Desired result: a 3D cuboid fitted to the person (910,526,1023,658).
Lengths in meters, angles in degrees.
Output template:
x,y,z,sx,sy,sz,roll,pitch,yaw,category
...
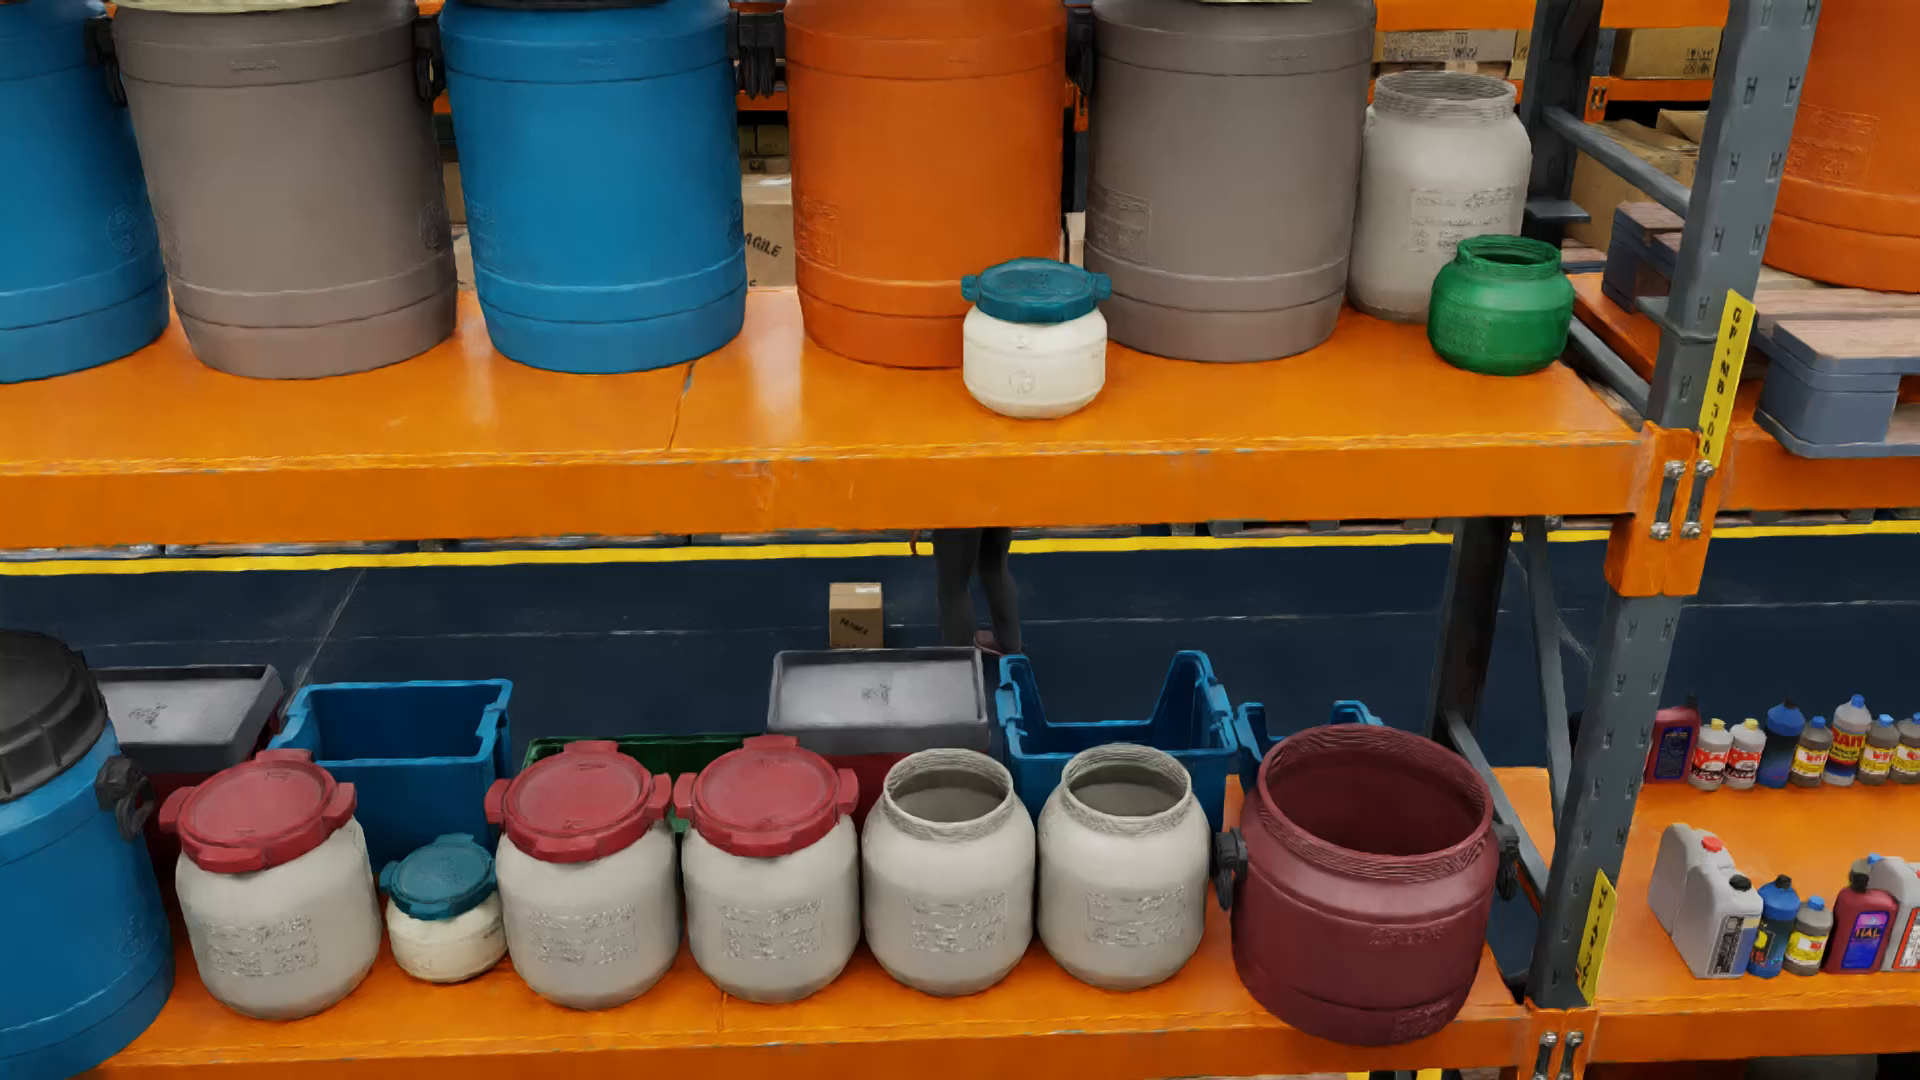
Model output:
x,y,z,sx,sy,sz,roll,pitch,yaw,category
0.031,-0.125,7.322,0.549,1.647,0.319,-23,35,-36,person
